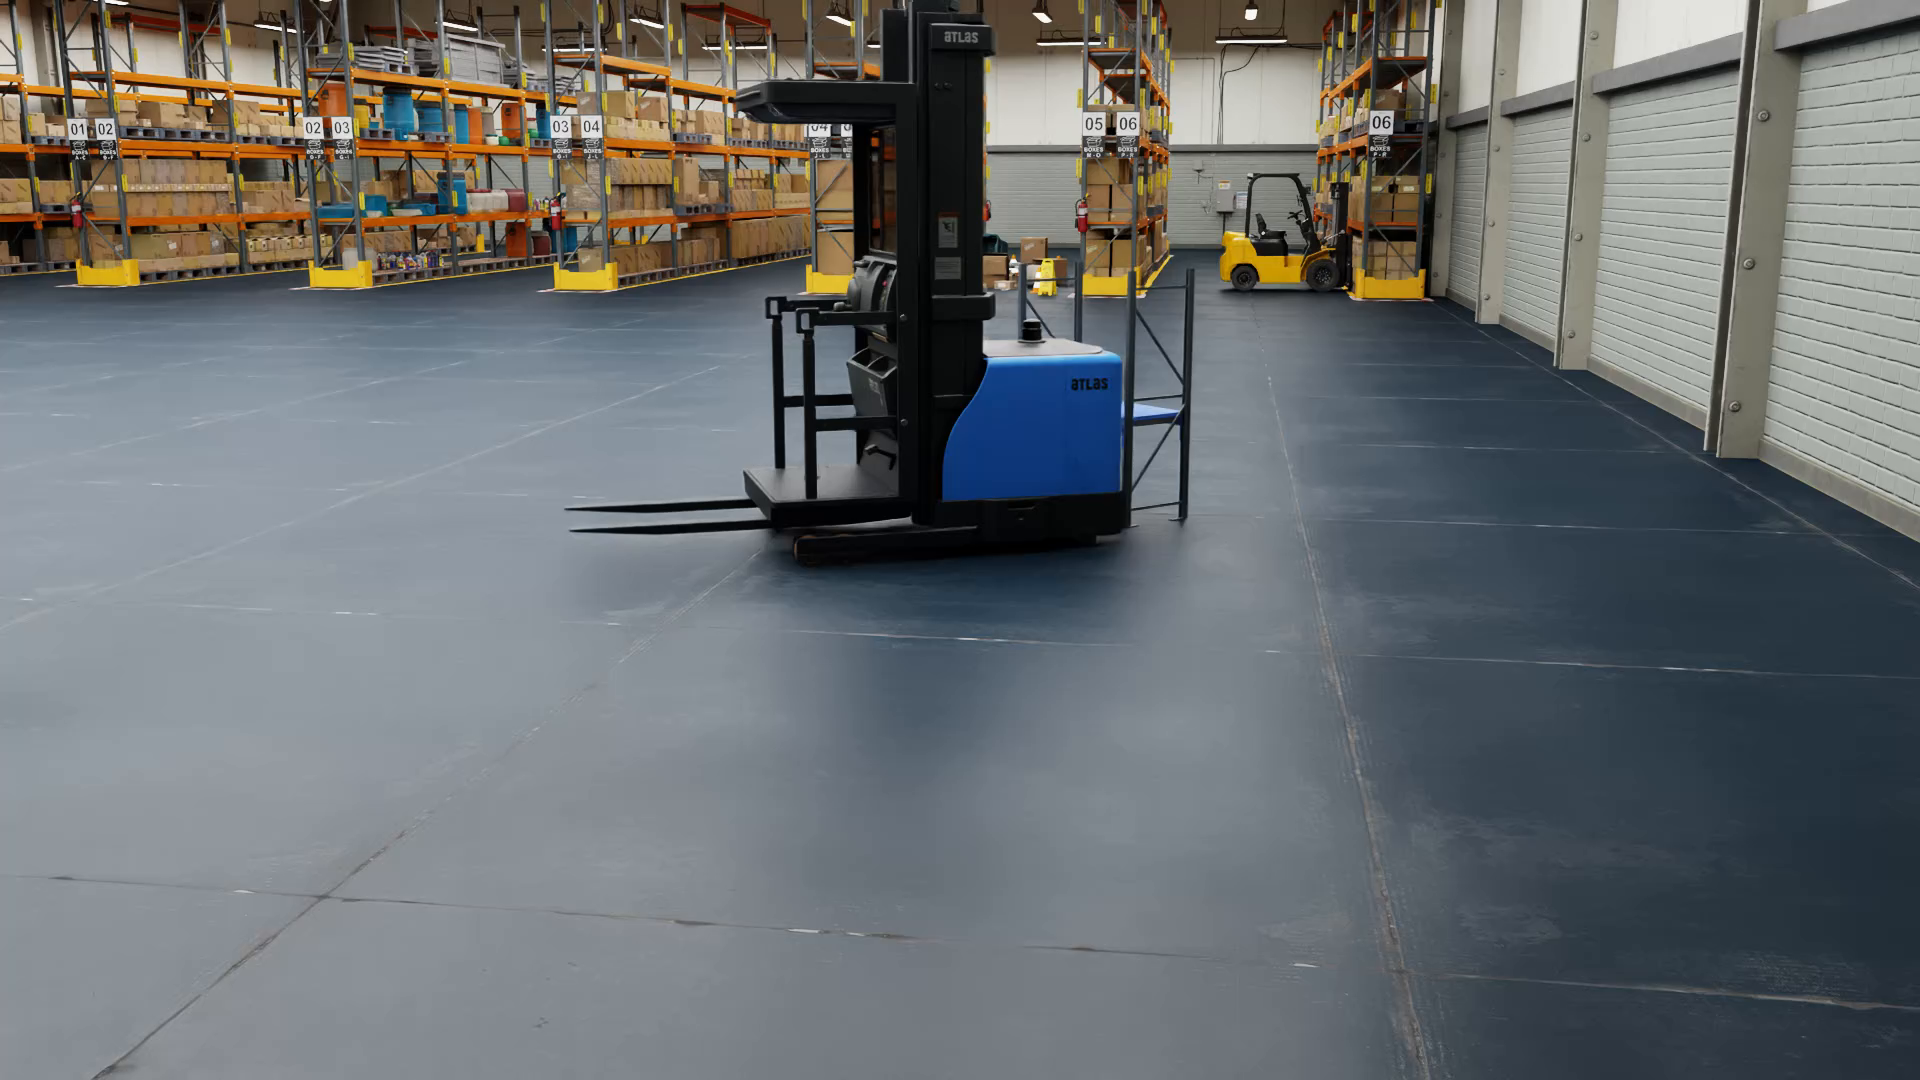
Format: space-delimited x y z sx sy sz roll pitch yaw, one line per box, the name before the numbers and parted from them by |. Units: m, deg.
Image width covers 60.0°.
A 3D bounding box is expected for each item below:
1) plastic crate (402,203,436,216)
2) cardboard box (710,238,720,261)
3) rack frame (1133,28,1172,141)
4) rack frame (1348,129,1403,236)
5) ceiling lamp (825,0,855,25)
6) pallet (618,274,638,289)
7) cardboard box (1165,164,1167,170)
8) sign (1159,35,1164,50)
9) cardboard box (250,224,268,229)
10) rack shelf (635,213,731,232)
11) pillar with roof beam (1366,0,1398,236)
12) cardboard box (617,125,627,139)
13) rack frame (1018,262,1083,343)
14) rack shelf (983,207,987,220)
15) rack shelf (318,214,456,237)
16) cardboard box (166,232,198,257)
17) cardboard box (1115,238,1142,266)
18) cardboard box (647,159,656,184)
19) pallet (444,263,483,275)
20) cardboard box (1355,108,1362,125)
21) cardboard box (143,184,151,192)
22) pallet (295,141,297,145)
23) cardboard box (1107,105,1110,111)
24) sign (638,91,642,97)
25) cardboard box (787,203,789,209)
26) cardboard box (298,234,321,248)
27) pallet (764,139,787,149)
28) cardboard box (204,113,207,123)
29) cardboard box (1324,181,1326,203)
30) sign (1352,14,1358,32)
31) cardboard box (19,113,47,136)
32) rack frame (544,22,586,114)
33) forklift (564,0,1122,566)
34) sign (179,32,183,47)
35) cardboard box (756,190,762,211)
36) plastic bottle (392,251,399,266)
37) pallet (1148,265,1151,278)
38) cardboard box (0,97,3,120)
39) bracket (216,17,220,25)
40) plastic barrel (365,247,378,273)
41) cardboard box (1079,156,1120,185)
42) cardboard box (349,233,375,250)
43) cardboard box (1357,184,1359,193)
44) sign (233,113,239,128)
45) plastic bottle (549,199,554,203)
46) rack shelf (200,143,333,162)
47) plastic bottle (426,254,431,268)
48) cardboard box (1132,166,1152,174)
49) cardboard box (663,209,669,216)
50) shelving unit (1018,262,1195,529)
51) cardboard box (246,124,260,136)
plastic crate | -11.301 -6.908 34.780 0.499 0.251 0.616 2 12 9
cardboard box | -5.974 -6.745 38.560 0.700 0.500 0.500 1 12 6
rack frame | 5.132 -12.169 44.599 1.000 3.000 0.127 2 12 9
rack frame | 8.192 -6.578 32.897 1.000 3.000 0.127 2 12 9
ceiling lamp | -2.680 -14.248 40.389 0.800 3.185 2.000 2 12 9
pallet | -6.949 -5.047 32.412 1.003 0.211 1.213 2 12 9
cardboard box | 5.303 -9.900 44.159 0.380 0.149 0.250 2 12 8
sign | 4.440 -10.983 36.692 0.100 0.325 0.005 2 12 9
cardboard box | -19.509 -8.724 46.252 0.380 0.149 0.250 2 12 11
rack shelf | -6.198 -7.124 37.137 1.077 0.370 4.000 2 12 9
pillar with roof beam | 6.166 -11.431 41.176 9.100 9.000 0.548 2 12 9
cardboard box | -6.718 -7.819 31.891 0.500 0.250 0.500 2 12 7
rack frame | 0.573 -1.007 10.606 0.500 1.500 0.032 -9 15 -35
rack shelf | -0.082 -8.607 44.021 1.077 0.370 4.000 2 12 9
rack shelf | -11.707 -6.452 34.018 1.077 0.370 4.000 2 12 9
cardboard box | -16.373 -6.193 34.858 0.500 0.500 0.500 2 12 9
cardboard box | 3.148 -5.406 31.208 0.500 0.500 0.500 1 12 7
cardboard box | -6.456 -7.432 33.540 0.500 0.500 0.500 2 12 9
pallet | -11.317 -6.021 36.932 1.003 0.211 1.213 2 12 9
cardboard box | 7.823 -8.090 31.768 0.500 0.311 0.500 2 12 10
cardboard box | -16.558 -7.096 33.523 0.380 0.149 0.250 2 12 9
pallet | -15.694 -9.443 39.521 1.213 0.211 1.003 2 12 11
cardboard box | 2.509 -7.771 30.017 0.380 0.149 0.250 2 12 10
sign | -9.008 -12.478 46.800 0.100 0.325 0.005 2 12 9
cardboard box | -4.743 -8.870 44.129 0.380 0.149 0.250 2 12 8
cardboard box | -15.589 -7.124 39.626 0.500 0.311 0.500 2 12 8
pallet | -5.139 -10.317 43.339 1.003 0.211 1.213 2 12 9
cardboard box | -20.223 -11.124 43.809 0.500 0.250 0.500 3 12 13
cardboard box | 9.047 -8.296 39.636 0.700 0.500 0.500 2 12 9
sign | 7.654 -10.021 32.228 0.100 0.325 0.005 2 12 9
cardboard box | -21.025 -9.372 37.509 0.500 0.500 0.500 4 13 17
rack frame | -10.169 -11.818 42.969 1.000 3.000 0.127 2 12 9
forklift | -0.665 -1.416 9.109 3.031 2.935 1.130 -3 13 -15
sign | -16.831 -10.824 35.954 0.100 0.325 0.005 2 12 9
cardboard box | -5.234 -8.455 41.371 0.500 0.500 0.500 2 12 8
plastic bottle | -11.963 -5.946 35.207 0.144 0.351 0.185 1 12 6
pallet | 3.590 -5.792 35.867 1.003 0.211 1.213 2 12 9
cardboard box | -21.072 -9.326 35.871 0.500 0.500 0.500 3 12 12
bracket | -20.291 -14.147 45.233 0.235 0.232 0.430 2 12 9
plastic barrel | -11.912 -5.620 33.360 0.421 0.512 0.421 0 12 0
cardboard box | 2.534 -6.702 30.155 0.700 0.500 0.500 2 12 7
cardboard box | -15.169 -7.506 42.090 0.500 0.500 0.500 2 12 8
cardboard box | 7.625 -6.565 31.059 0.380 0.149 0.250 2 12 7
sign | -15.745 -9.121 36.162 0.100 0.325 0.005 2 12 9
plastic bottle | -10.185 -8.360 41.460 0.152 0.276 0.135 2 12 9
rack shelf | -15.986 -8.912 38.314 1.077 0.370 4.000 2 12 9
plastic bottle | -11.227 -5.888 35.099 0.061 0.283 0.133 3 12 12
cardboard box | 3.708 -7.541 33.886 0.380 0.149 0.250 2 12 8
cardboard box | -6.296 -6.830 34.664 0.380 0.149 0.250 2 12 9
shelving unit | 0.871 -0.921 10.204 0.538 1.500 1.048 -9 15 -35
cardboard box | -16.107 -9.222 37.403 0.500 0.250 0.500 1 12 3
